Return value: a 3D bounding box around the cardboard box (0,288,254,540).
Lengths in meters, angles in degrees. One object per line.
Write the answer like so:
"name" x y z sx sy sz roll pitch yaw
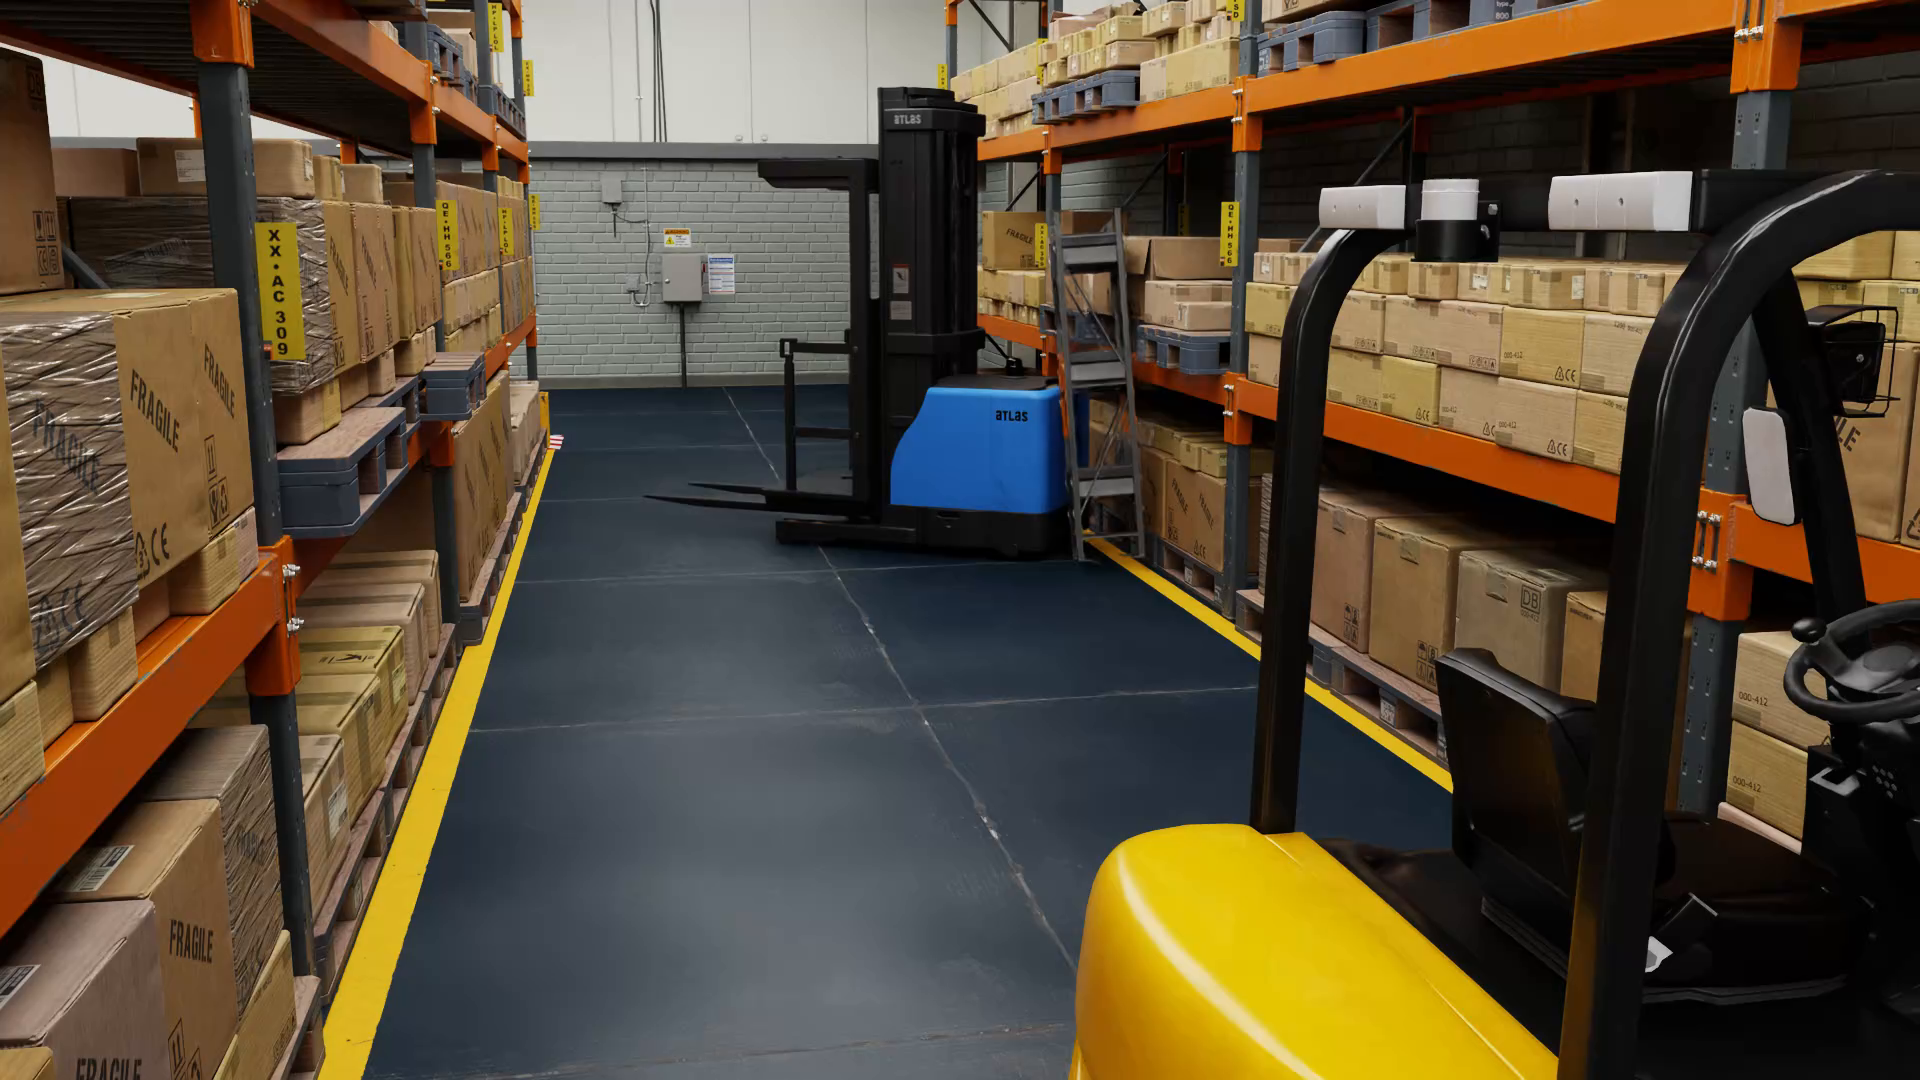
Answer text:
"cardboard box" -1.838 -0.274 3.549 0.500 0.500 0.500 -2 11 -12

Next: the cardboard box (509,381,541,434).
"cardboard box" -4.276 -1.182 15.114 0.875 0.438 0.875 -3 11 -13

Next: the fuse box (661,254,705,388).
"fuse box" -3.533 -2.802 21.341 0.539 1.711 0.414 -2 11 -11

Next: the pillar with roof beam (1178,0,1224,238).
"pillar with roof beam" -2.330 -4.750 12.088 9.100 9.000 0.400 -2 11 -11

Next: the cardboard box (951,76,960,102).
"cardboard box" 0.206 -4.234 15.666 0.500 0.250 0.500 -2 11 -12

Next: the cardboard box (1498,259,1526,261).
"cardboard box" 2.101 -1.084 6.866 0.380 0.149 0.250 -2 11 -11

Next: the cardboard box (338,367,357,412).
"cardboard box" -2.145 -0.491 5.301 0.380 0.149 0.250 -2 11 -10

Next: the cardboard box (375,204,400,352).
"cardboard box" -2.270 -0.926 5.852 0.500 0.500 0.500 -3 11 -13

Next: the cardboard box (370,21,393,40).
"cardboard box" -2.623 -2.139 7.063 0.380 0.149 0.250 -2 11 -11

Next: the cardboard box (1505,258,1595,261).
"cardboard box" 2.501 -1.100 6.953 0.380 0.149 0.250 -2 11 -9

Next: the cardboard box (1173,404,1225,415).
"cardboard box" 1.687 -0.849 11.460 0.380 0.149 0.250 -2 11 -9

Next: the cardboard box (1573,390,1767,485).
"cardboard box" 2.345 -0.341 5.369 0.500 0.250 0.500 -2 11 -10

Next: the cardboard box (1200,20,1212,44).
"cardboard box" 1.559 -2.815 9.277 0.380 0.149 0.250 -2 11 -10

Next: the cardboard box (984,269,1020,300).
"cardboard box" 0.510 -2.234 14.518 0.500 0.250 0.500 -2 11 -13

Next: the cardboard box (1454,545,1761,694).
"cardboard box" 2.444 0.390 6.352 0.875 0.625 0.625 -2 11 -12

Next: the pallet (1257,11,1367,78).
"pallet" 2.141 -2.325 7.874 1.213 0.211 1.003 -2 11 -8

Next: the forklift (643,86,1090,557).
"forklift" -0.689 -1.484 11.157 3.031 2.935 1.130 4 12 21

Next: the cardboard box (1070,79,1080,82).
"cardboard box" 0.973 -3.244 11.477 0.380 0.149 0.250 -2 11 -11

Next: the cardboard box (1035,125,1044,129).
"cardboard box" 0.784 -3.205 12.661 0.380 0.149 0.250 -2 11 -11

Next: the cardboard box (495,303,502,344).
"cardboard box" -3.390 -1.471 11.306 0.500 0.250 0.500 -2 11 -12

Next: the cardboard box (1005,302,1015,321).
"cardboard box" 0.586 -1.914 13.902 0.380 0.149 0.250 -2 11 -12

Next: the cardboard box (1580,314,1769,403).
"cardboard box" 2.353 -0.585 5.311 0.500 0.250 0.500 -2 11 -12

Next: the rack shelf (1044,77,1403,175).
"rack shelf" 1.533 -2.553 10.488 1.077 0.370 4.000 -2 11 -11

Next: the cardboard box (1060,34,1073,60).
"cardboard box" 0.901 -3.386 11.427 0.380 0.149 0.250 -2 11 -12

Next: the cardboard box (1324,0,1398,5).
"cardboard box" 2.020 -2.613 7.224 0.700 0.500 0.500 -2 11 -12

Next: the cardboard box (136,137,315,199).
"cardboard box" -1.913 -0.970 4.351 0.380 0.149 0.250 -2 11 -11

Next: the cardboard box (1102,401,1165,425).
"cardboard box" 1.210 -0.877 11.607 0.380 0.149 0.250 -2 11 -12

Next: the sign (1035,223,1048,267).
"sign" 0.613 -2.204 12.436 0.100 0.325 0.005 -2 11 -11

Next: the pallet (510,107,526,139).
"pallet" -4.348 -3.646 14.545 1.003 0.211 1.213 -2 11 -11

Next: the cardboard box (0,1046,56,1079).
"cardboard box" -1.477 1.008 2.101 0.500 0.500 0.500 -2 11 -10

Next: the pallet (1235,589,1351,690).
"pallet" 2.043 0.456 8.234 1.003 0.211 1.213 -2 11 -11

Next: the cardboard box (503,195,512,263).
"cardboard box" -3.672 -2.348 12.566 0.500 0.500 0.500 -2 11 -12

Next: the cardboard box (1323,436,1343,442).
"cardboard box" 2.101 -0.519 9.731 0.380 0.149 0.250 -2 11 -9

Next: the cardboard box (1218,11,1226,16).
"cardboard box" 1.617 -2.912 8.990 0.380 0.149 0.250 -3 11 -13

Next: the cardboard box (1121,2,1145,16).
"cardboard box" 1.354 -3.654 11.726 0.396 0.266 0.258 -2 11 -11

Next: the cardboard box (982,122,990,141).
"cardboard box" 0.402 -3.532 14.378 0.380 0.149 0.250 -2 11 -11

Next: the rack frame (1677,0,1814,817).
"rack frame" 2.700 -0.332 4.919 1.000 3.000 0.127 -2 11 -11

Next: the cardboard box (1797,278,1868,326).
"cardboard box" 2.504 -0.632 4.492 0.380 0.149 0.250 -2 11 -12

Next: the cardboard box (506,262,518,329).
"cardboard box" -3.653 -1.855 12.655 0.500 0.500 0.500 -2 11 -11

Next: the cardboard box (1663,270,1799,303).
"cardboard box" 2.415 -0.754 5.136 0.380 0.149 0.250 -2 11 -9

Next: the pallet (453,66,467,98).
"pallet" -3.344 -2.587 9.246 1.003 0.211 1.213 -2 11 -8

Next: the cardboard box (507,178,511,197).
"cardboard box" -3.809 -2.825 13.338 0.380 0.149 0.250 -2 11 -11

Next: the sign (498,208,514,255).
"sign" -3.194 -2.170 11.688 0.100 0.325 0.005 -2 11 -11

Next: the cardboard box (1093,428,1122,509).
"cardboard box" 1.223 -0.492 11.320 0.500 0.500 0.500 -2 11 -13

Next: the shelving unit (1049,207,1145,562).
"shelving unit" 0.836 -0.931 10.215 0.431 2.100 0.503 -4 1 0

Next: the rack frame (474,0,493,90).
"rack frame" -3.725 -4.565 11.115 1.000 3.000 0.127 -2 11 -11

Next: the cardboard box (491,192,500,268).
"cardboard box" -3.391 -2.086 11.191 0.500 0.500 0.500 -2 11 -9

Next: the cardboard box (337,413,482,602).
"cardboard box" -2.999 -0.177 8.663 0.875 0.875 0.875 -2 11 -12

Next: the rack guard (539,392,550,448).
"rack guard" -4.507 -1.128 15.787 1.175 0.500 0.348 -2 11 -11

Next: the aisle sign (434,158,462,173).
"aisle sign" -4.801 -3.632 15.301 0.394 0.787 0.004 -2 11 -11

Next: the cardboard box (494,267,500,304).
"cardboard box" -3.400 -1.718 11.265 0.500 0.250 0.500 -2 11 -11

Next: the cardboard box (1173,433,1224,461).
"cardboard box" 1.486 -0.543 9.854 0.380 0.149 0.250 -2 11 -13

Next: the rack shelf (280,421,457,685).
"rack shelf" -2.558 -0.164 5.962 1.077 0.370 4.000 -2 11 -11

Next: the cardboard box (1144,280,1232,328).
"cardboard box" 1.399 -1.380 9.703 0.500 0.250 0.500 -3 11 -14

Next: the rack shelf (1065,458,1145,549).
"rack shelf" 0.888 -0.220 10.222 0.431 0.518 0.480 -4 1 0
